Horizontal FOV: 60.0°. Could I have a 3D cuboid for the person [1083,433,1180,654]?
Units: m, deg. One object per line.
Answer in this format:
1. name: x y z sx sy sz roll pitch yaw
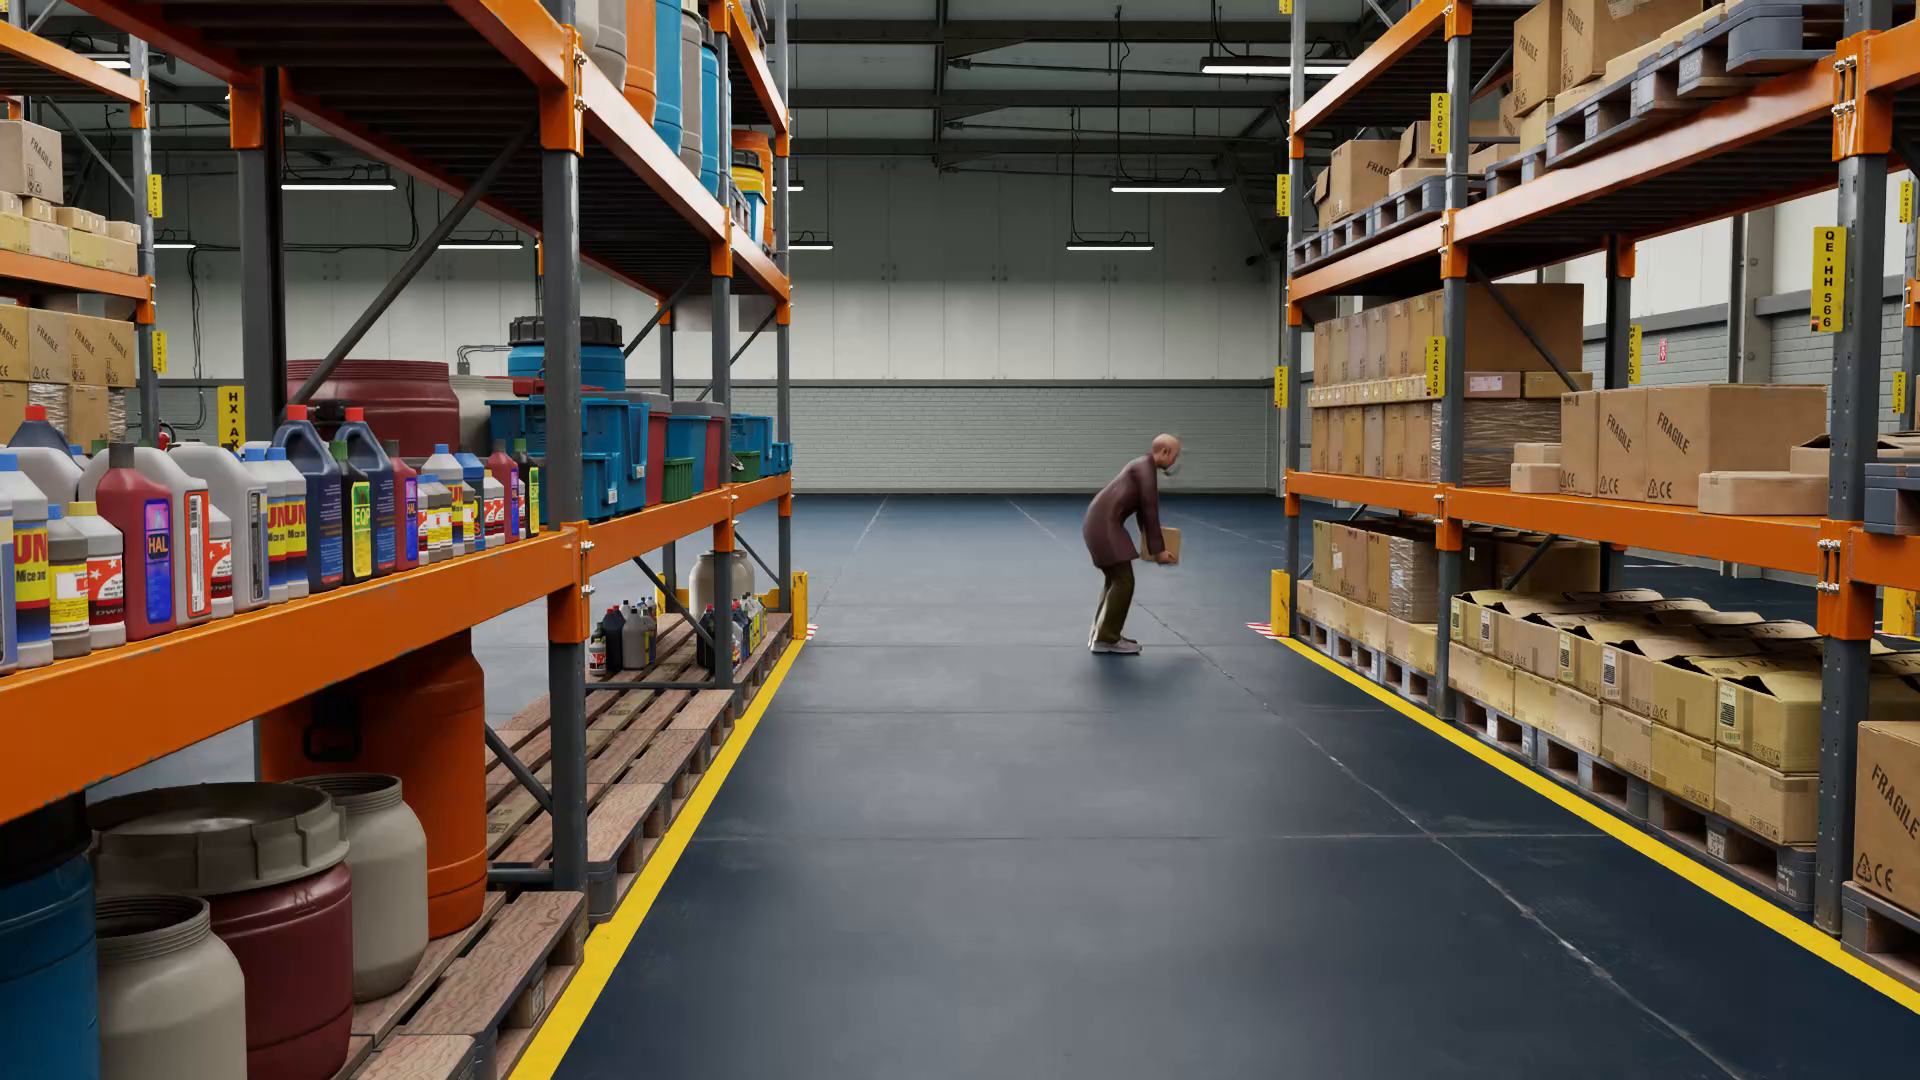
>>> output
1. person: 1.266 0.023 12.266 0.716 1.601 0.550 0 4 -3
